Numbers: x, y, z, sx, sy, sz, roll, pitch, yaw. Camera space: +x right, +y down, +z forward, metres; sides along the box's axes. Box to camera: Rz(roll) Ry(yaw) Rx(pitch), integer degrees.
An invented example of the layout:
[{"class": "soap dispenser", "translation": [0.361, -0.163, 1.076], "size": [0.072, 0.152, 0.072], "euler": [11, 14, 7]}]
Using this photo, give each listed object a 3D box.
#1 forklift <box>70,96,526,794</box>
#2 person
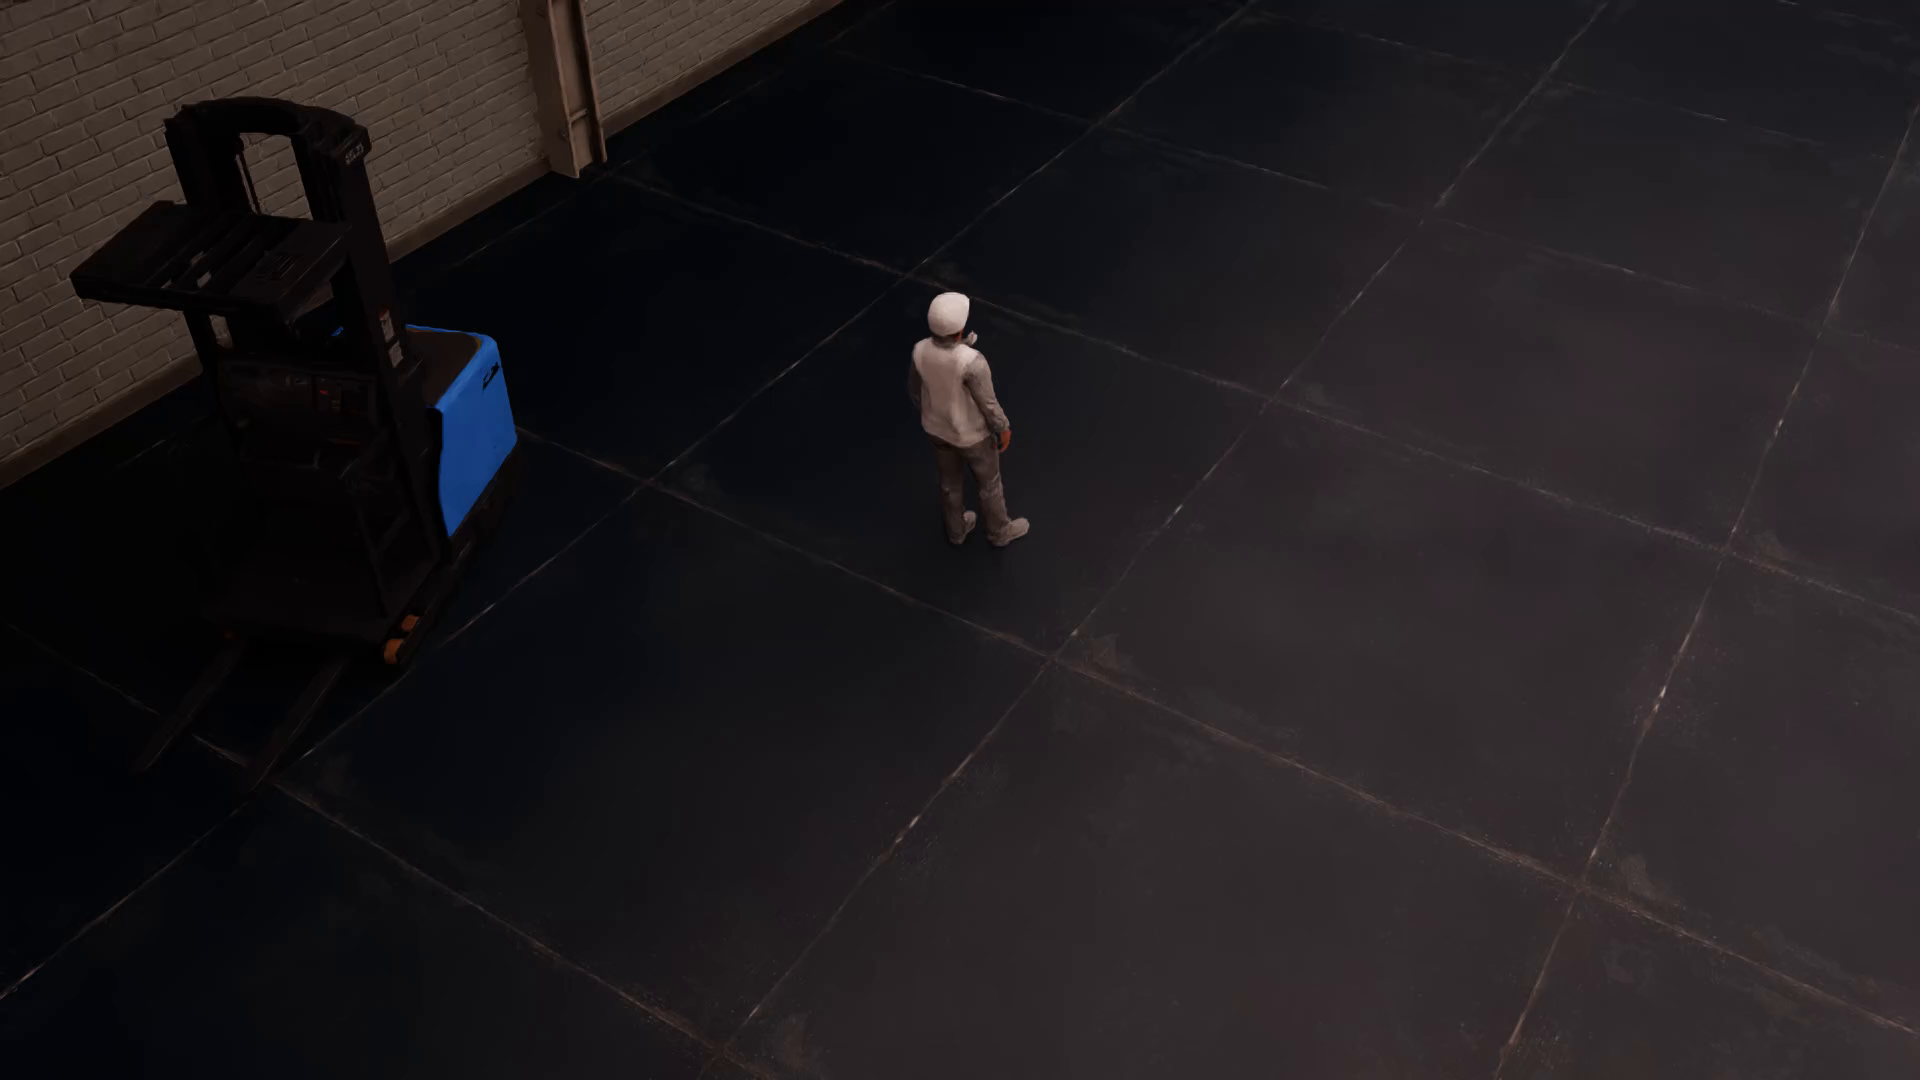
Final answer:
[{"class": "forklift", "translation": [-3.594, -0.672, 8.760], "size": [1.130, 2.935, 3.031], "euler": [8, 41, 9]}, {"class": "person", "translation": [0.040, -0.713, 9.693], "size": [0.632, 1.773, 0.567], "euler": [22, 45, 24]}]
